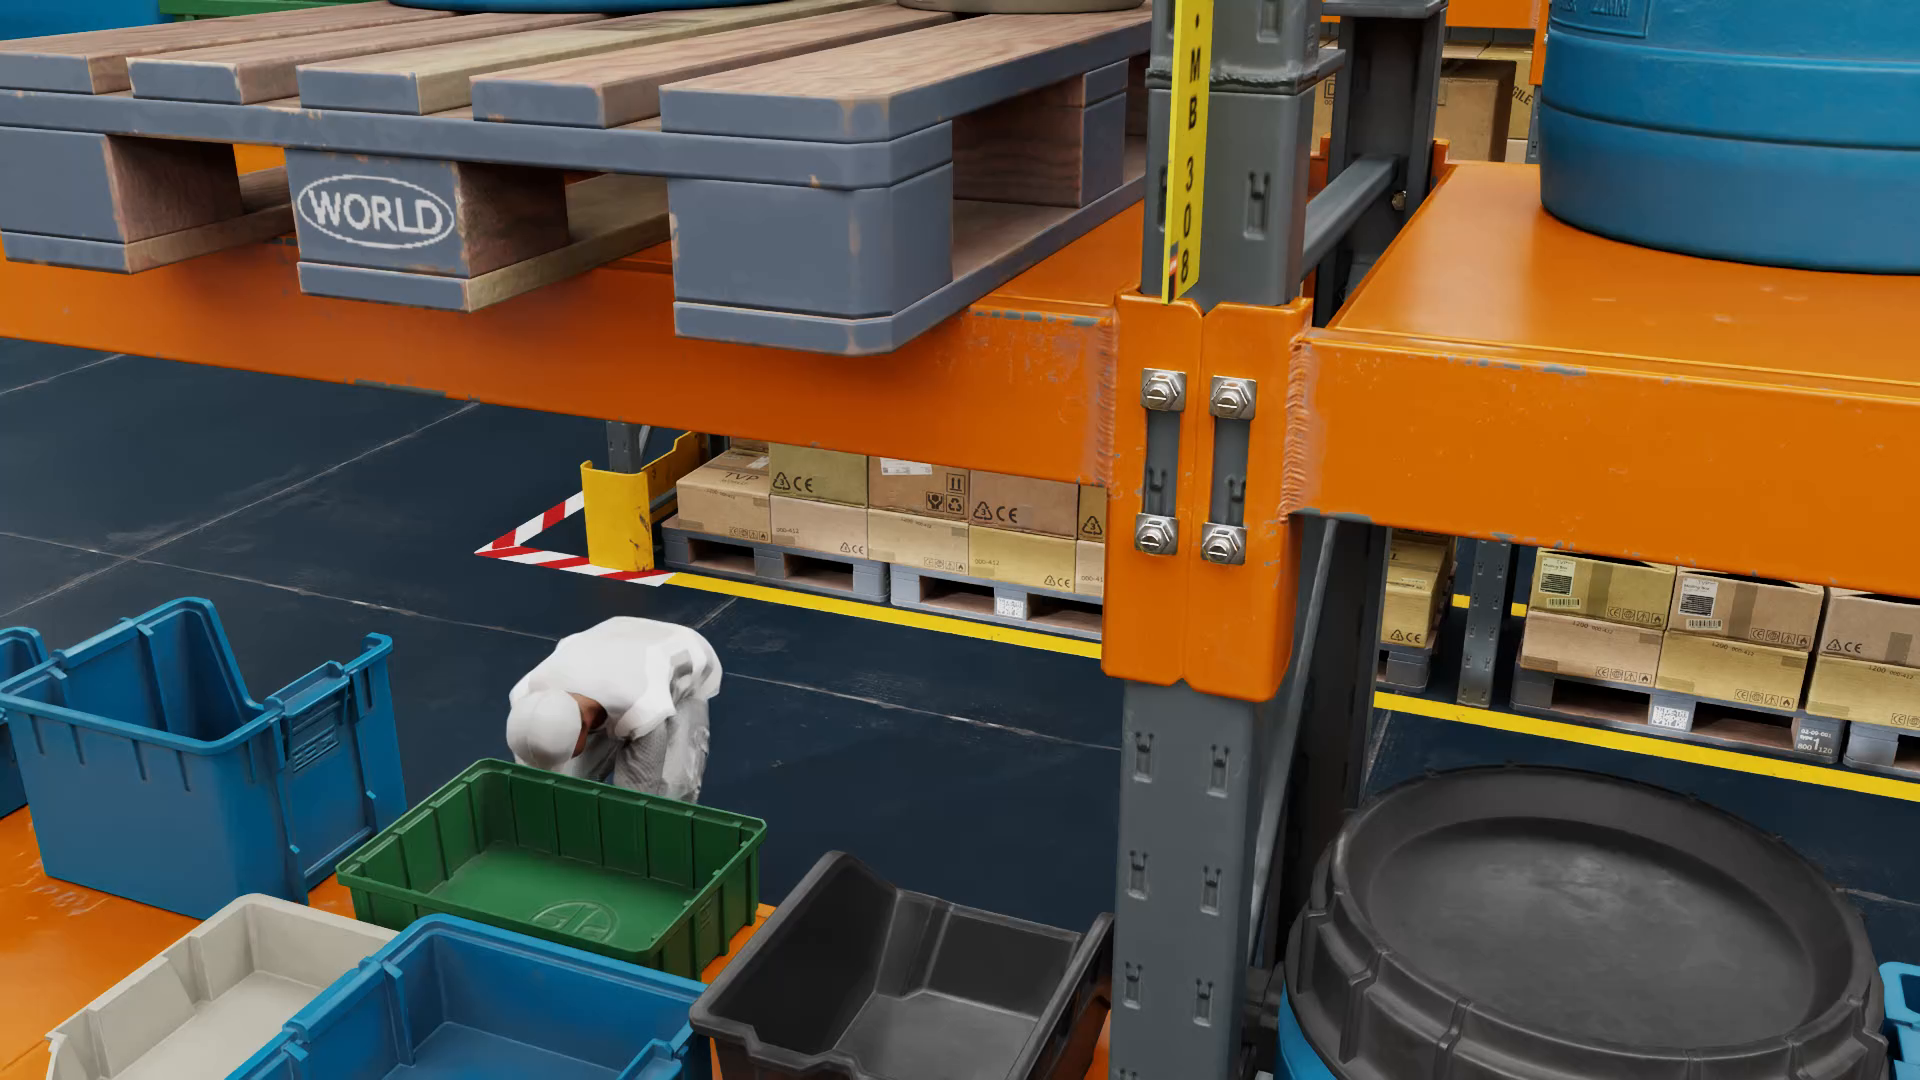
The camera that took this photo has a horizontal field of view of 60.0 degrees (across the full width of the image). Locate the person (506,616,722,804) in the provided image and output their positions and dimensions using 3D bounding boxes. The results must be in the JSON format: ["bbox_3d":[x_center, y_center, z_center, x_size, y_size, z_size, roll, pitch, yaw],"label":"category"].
[{"bbox_3d":[-1.072,0.765,5.200,0.545,1.017,0.976,7,23,18],"label":"person"}]
